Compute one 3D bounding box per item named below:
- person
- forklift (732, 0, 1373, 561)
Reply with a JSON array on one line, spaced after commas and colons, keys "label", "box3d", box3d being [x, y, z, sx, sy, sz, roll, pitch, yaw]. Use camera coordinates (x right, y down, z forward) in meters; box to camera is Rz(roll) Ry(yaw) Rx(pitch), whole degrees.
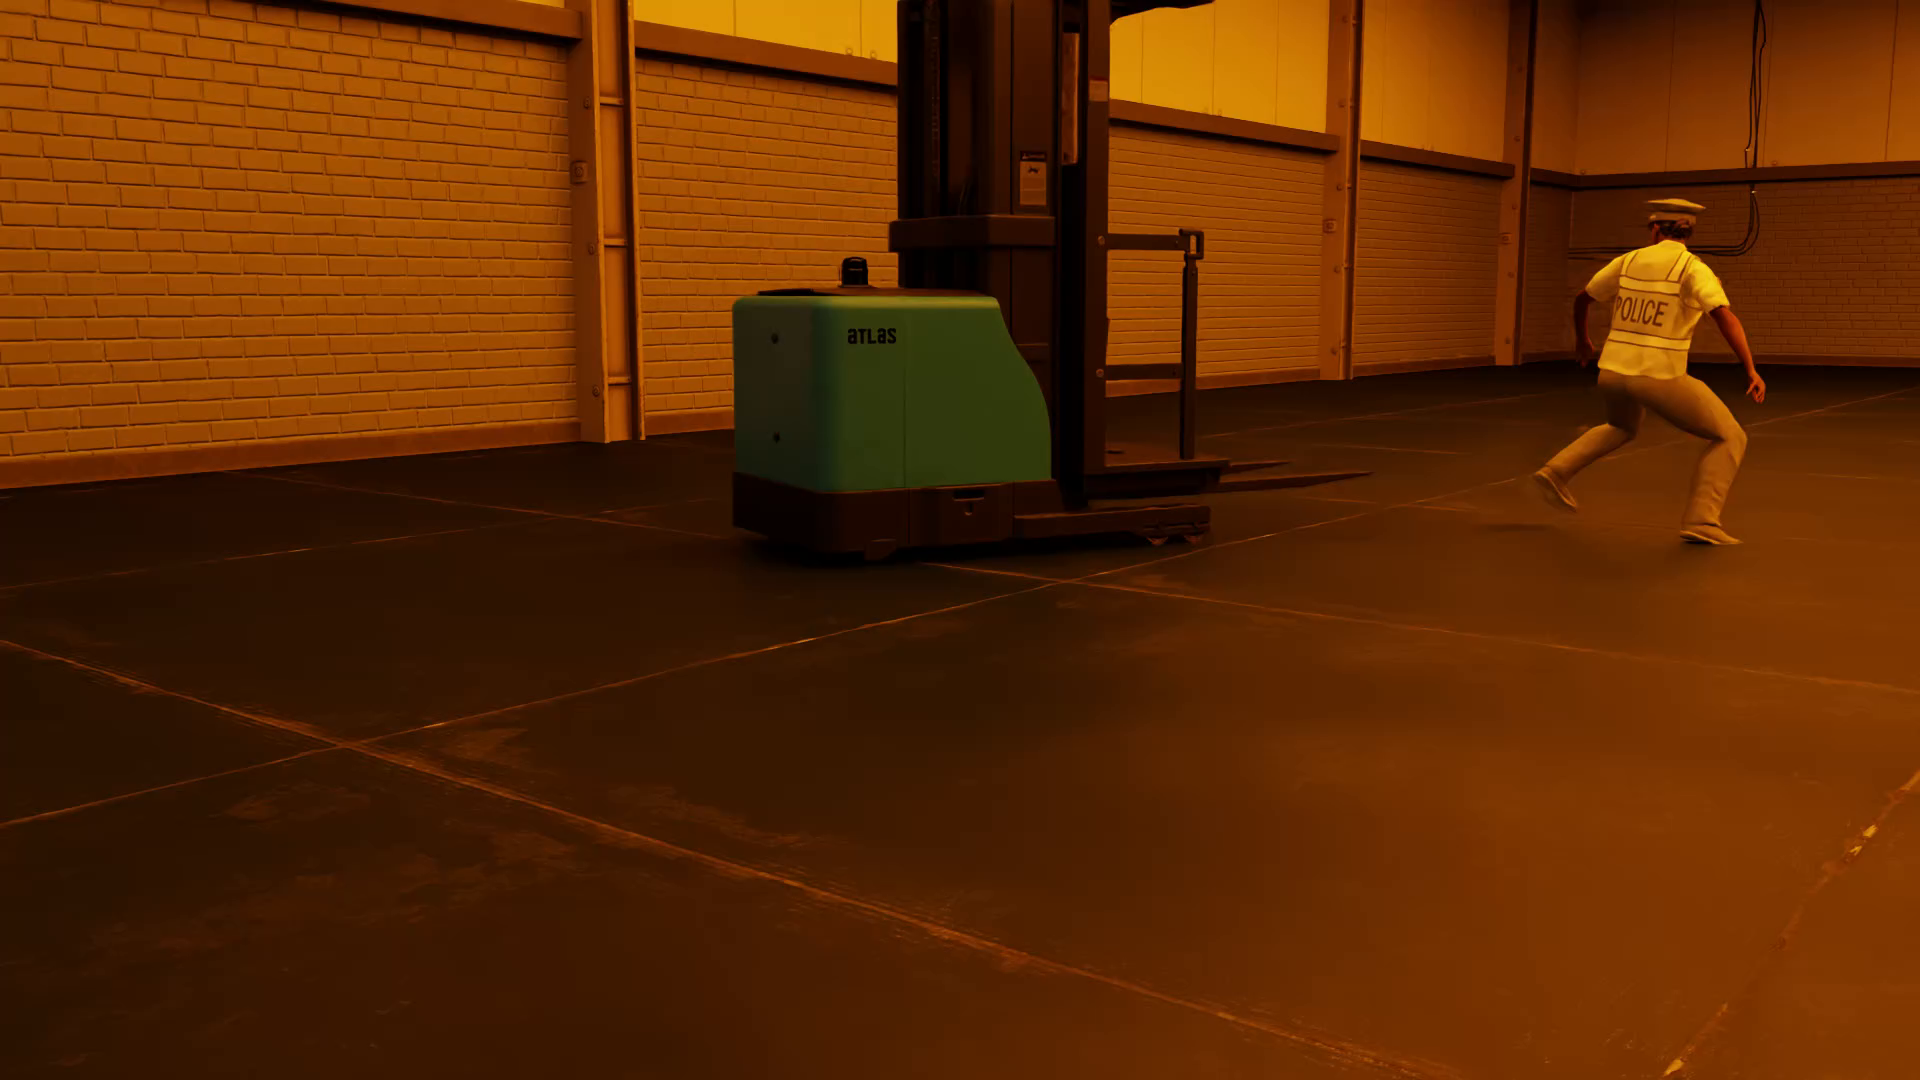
[{"label": "person", "box3d": [3.137, -0.739, 7.416, 0.469, 1.546, 1.056, -4, 9, -28]}, {"label": "forklift", "box3d": [0.532, -1.495, 7.499, 3.031, 2.935, 1.130, -5, 9, -29]}]
